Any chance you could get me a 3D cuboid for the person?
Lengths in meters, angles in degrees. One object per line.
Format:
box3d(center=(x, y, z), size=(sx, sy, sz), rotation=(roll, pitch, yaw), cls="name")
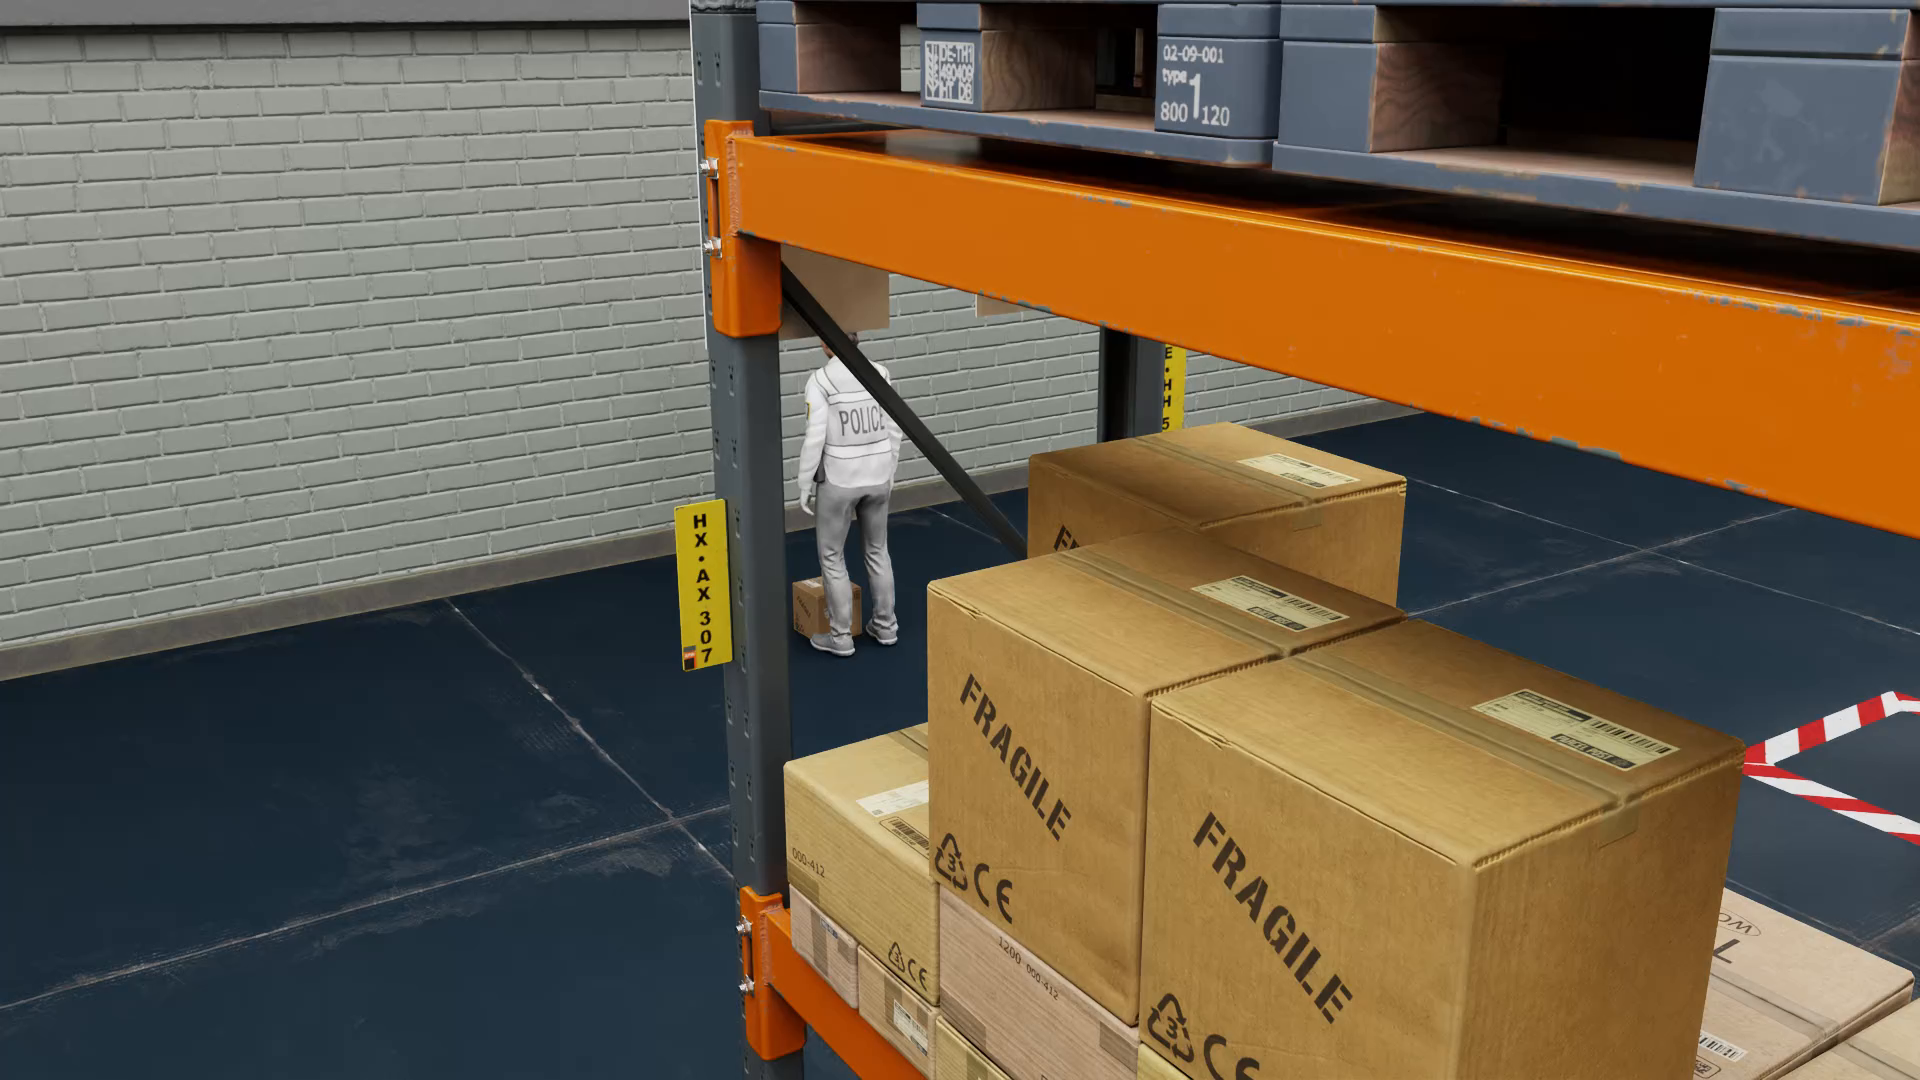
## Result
box3d(center=(-0.521, -0.270, 7.871), size=(0.529, 1.664, 0.372), rotation=(-11, 21, -31), cls="person")
